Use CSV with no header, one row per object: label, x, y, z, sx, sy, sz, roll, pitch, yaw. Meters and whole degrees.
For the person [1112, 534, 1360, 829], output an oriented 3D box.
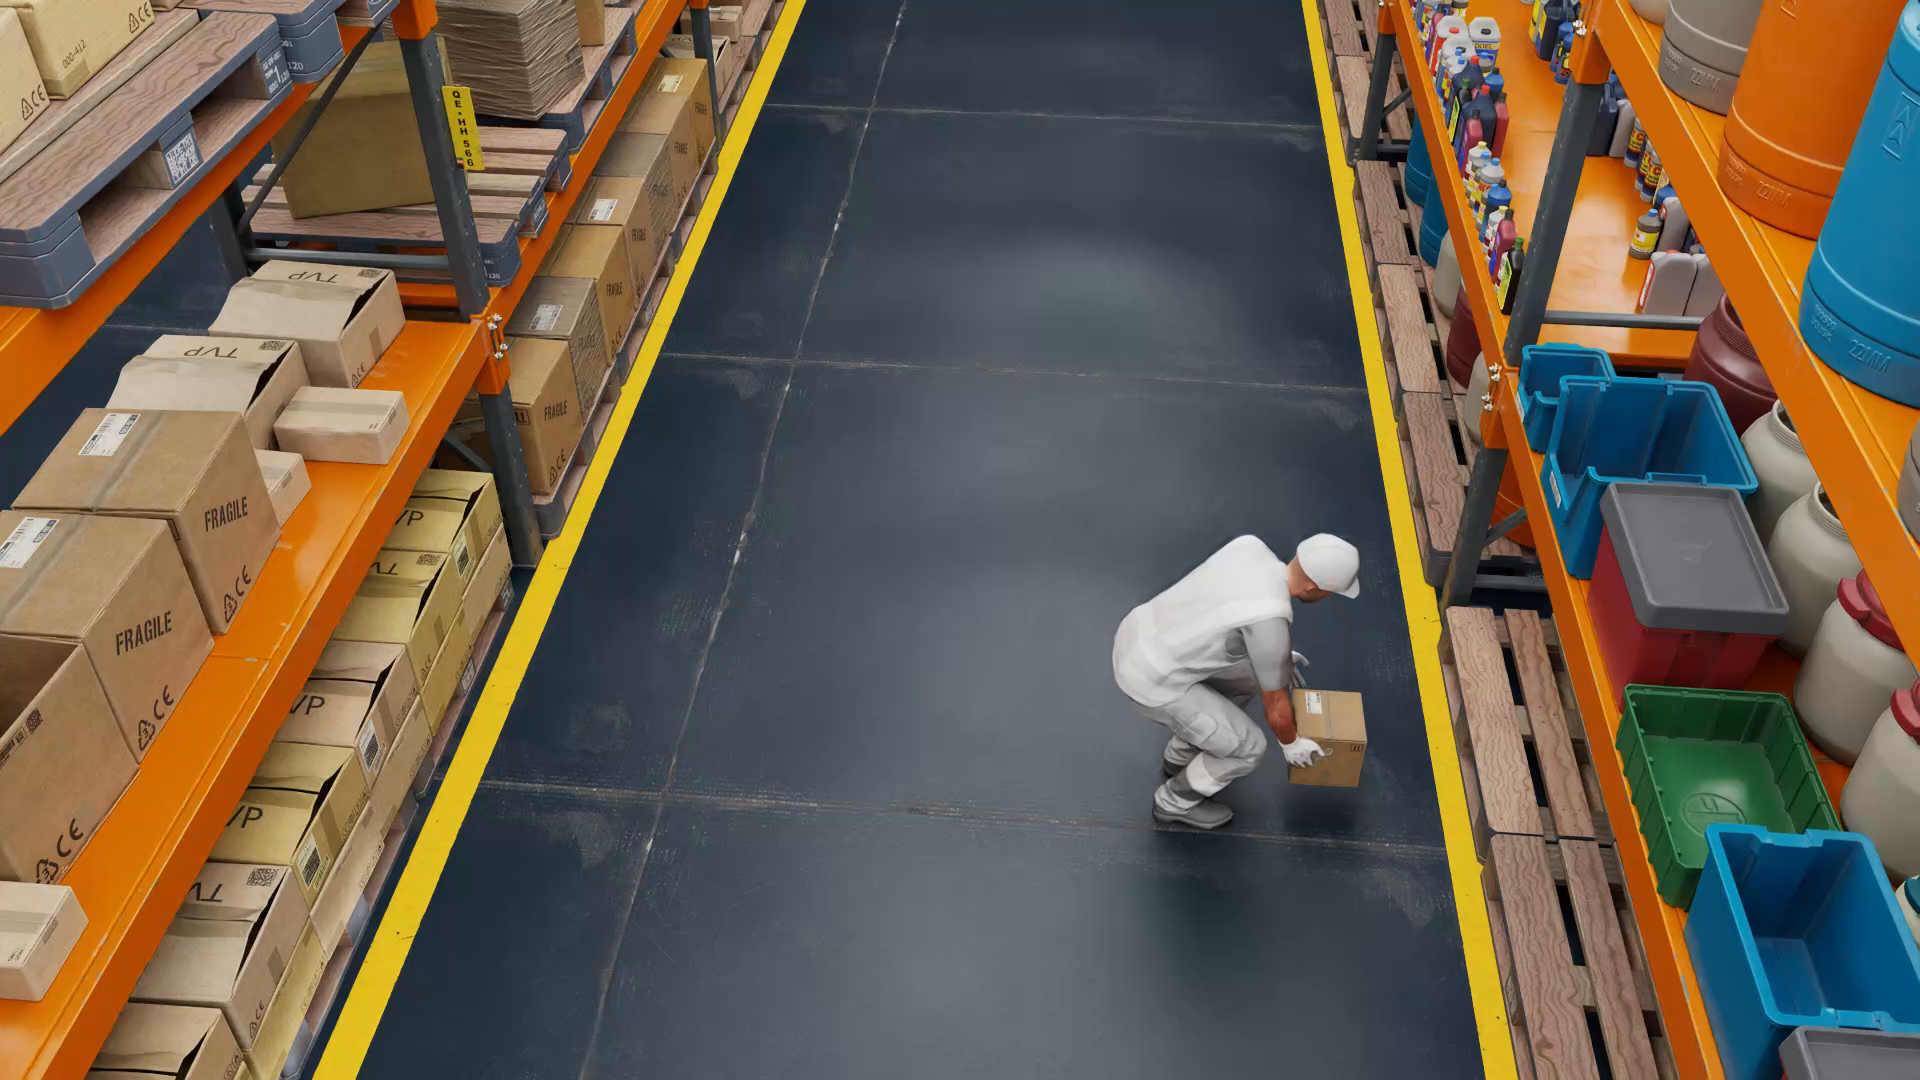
person,0.964,0.464,6.010,0.833,1.239,0.585,3,40,4
